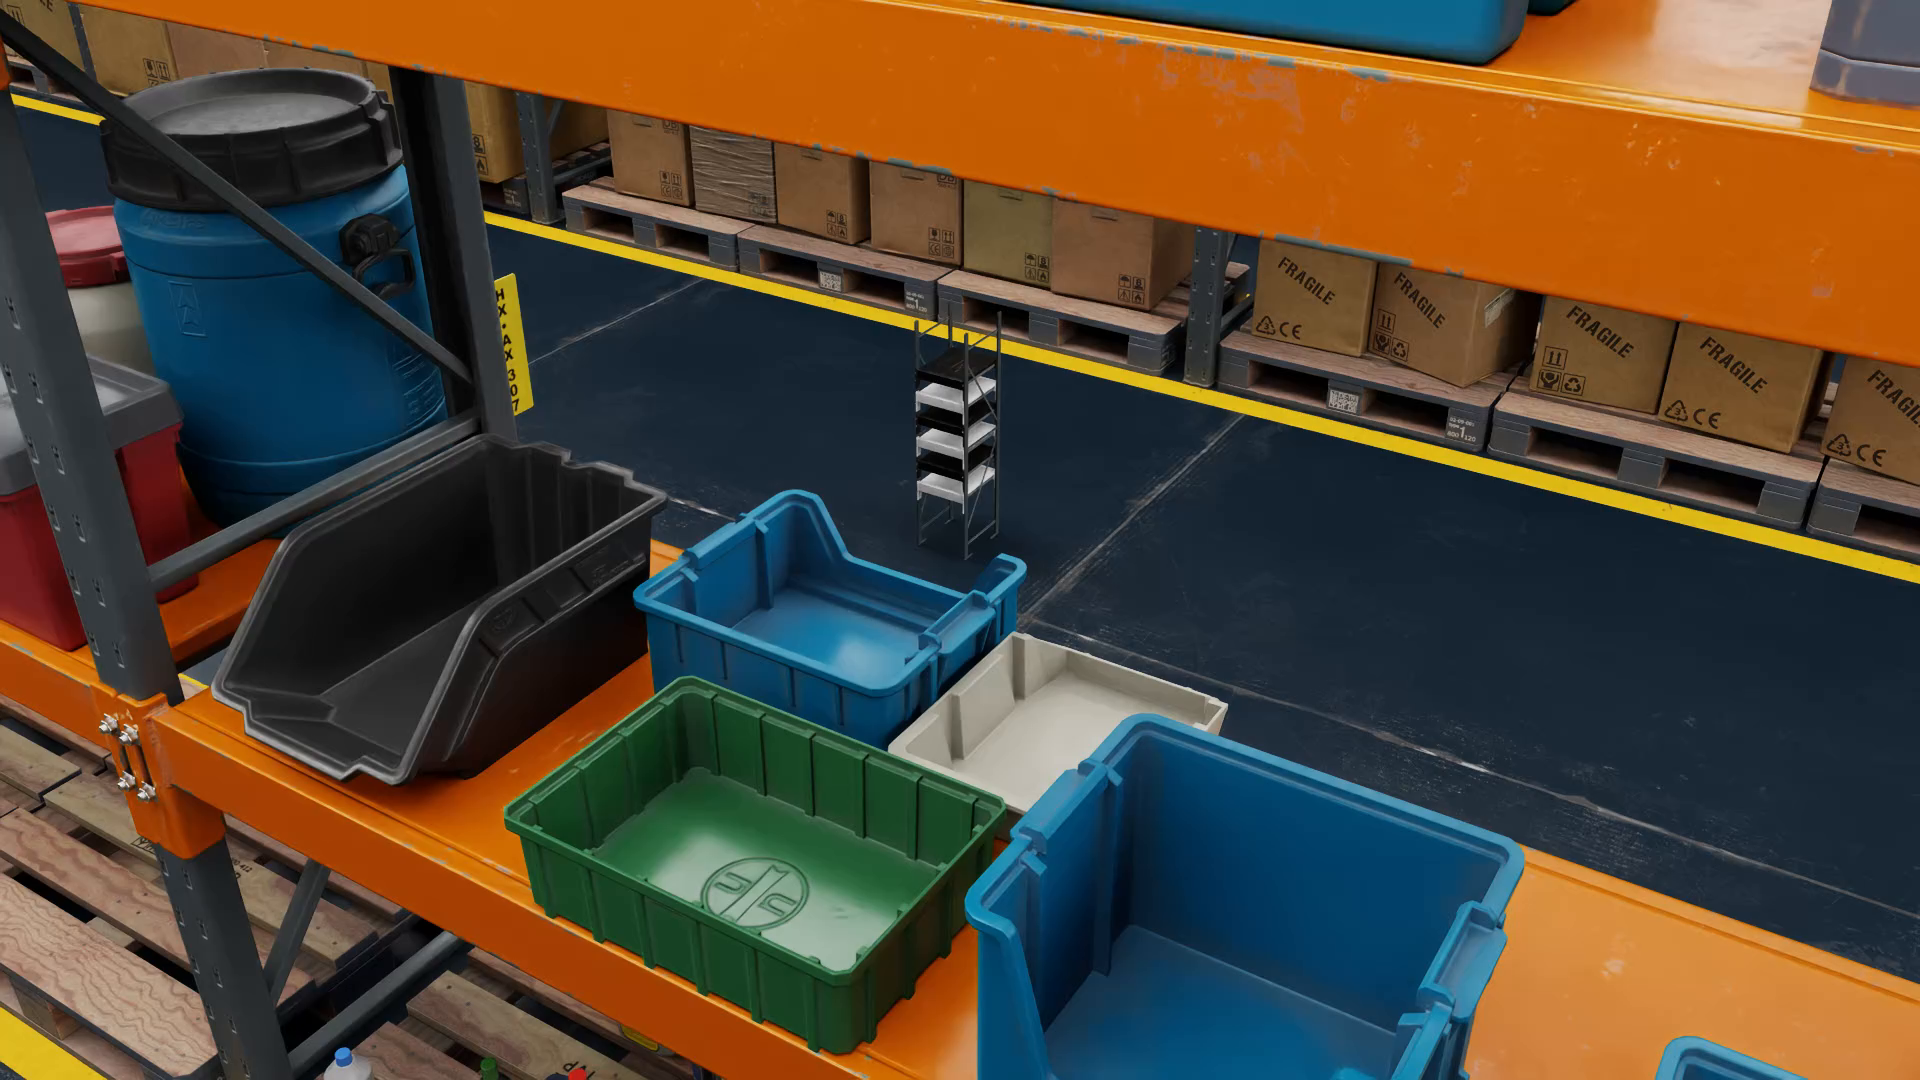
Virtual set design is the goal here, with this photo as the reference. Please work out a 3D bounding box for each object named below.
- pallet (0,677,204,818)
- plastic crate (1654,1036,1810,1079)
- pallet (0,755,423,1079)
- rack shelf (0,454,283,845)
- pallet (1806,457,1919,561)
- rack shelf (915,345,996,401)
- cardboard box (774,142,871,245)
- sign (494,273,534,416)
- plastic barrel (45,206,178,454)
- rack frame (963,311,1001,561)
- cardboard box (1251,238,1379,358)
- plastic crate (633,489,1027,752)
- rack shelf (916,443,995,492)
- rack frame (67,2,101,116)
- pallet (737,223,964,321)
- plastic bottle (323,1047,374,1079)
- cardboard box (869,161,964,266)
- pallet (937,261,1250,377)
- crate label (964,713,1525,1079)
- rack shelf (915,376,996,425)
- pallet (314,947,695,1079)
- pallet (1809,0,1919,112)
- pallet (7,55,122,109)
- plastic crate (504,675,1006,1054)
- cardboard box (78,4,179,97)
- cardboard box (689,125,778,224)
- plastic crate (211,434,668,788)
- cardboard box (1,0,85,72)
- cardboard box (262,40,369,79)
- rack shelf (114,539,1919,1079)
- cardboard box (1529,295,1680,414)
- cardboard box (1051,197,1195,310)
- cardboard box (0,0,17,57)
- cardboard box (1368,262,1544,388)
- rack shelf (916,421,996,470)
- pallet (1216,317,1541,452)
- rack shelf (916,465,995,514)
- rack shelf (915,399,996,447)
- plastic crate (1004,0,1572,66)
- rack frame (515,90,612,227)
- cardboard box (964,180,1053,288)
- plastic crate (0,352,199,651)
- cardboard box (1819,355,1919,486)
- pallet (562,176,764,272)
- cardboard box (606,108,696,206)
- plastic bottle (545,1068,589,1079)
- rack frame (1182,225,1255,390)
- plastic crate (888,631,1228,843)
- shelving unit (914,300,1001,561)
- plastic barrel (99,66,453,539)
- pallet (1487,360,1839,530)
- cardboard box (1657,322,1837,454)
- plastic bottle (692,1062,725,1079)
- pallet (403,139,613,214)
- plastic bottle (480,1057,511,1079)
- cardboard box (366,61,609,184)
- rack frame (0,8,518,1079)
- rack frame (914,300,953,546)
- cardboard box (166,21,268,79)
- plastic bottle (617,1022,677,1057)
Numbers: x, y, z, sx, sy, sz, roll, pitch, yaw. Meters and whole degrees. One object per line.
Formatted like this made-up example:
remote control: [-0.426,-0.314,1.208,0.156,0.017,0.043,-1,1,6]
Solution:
pallet: [-3.042,0.605,5.003,1.213,0.211,1.003,18,35,27]
plastic crate: [0.940,0.874,1.923,0.408,0.251,0.499,18,35,27]
pallet: [-2.004,0.931,4.444,1.213,0.211,1.003,18,35,27]
rack shelf: [-3.012,-0.304,4.509,4.000,0.370,1.077,18,35,27]
pallet: [3.969,-0.170,6.332,1.213,0.211,1.003,18,35,27]
rack shelf: [-0.007,-0.595,5.908,0.200,0.077,0.258,18,35,27]
cardboard box: [-0.534,-1.912,8.595,0.500,0.500,0.700,21,36,31]
sign: [-1.016,-0.431,3.737,0.005,0.325,0.100,18,35,27]
plastic barrel: [-2.012,-0.488,3.975,0.433,0.535,0.433,0,30,0]
rack frame: [0.079,-0.364,5.980,0.006,0.900,0.240,18,35,27]
cardboard box: [1.632,-1.171,7.344,0.500,0.500,0.500,16,34,26]
plastic crate: [-0.237,0.166,3.137,0.616,0.251,0.499,18,35,27]
rack shelf: [-0.007,-0.284,6.089,0.200,0.077,0.258,18,35,27]
rack frame: [-5.461,-4.336,10.706,0.127,3.000,1.000,18,35,27]
pallet: [-0.383,-1.523,8.651,1.213,0.211,1.003,18,35,27]
plastic bottle: [-1.281,1.182,3.519,0.097,0.271,0.097,0,30,0]
cardboard box: [-0.062,-1.763,8.339,0.500,0.500,0.700,14,33,23]
pallet: [0.655,-1.197,8.092,1.213,0.211,1.003,18,35,27]
crate label: [0.367,0.599,2.211,0.616,0.435,0.502,18,35,27]
rack shelf: [-0.007,-0.518,5.953,0.200,0.077,0.258,18,35,27]
pallet: [-0.772,1.323,3.773,1.213,0.211,1.003,18,35,27]
pallet: [1.421,-0.485,1.315,1.213,0.211,1.003,18,35,27]
pallet: [-6.063,-3.369,11.815,1.213,0.211,1.003,18,35,27]
plastic crate: [-0.319,0.496,2.633,0.662,0.188,0.450,18,35,27]
cardboard box: [-4.908,-3.437,10.856,0.875,0.875,1.225,18,35,27]
cardboard box: [-1.018,-2.061,8.850,0.500,0.500,0.700,15,33,23]
plastic crate: [-0.942,0.142,3.091,0.504,0.338,0.767,18,35,27]
cardboard box: [-5.977,-3.811,11.497,0.875,0.875,0.875,18,35,27]
cardboard box: [-3.397,-2.964,10.046,0.875,0.875,1.225,18,35,27]
rack shelf: [0.376,0.767,2.672,4.000,0.370,1.077,18,35,27]
cardboard box: [2.689,-0.888,6.859,0.500,0.500,0.500,14,33,23]
cardboard box: [0.806,-1.477,7.849,0.500,0.500,0.700,15,33,24]
cardboard box: [-6.740,-4.052,11.911,0.875,0.875,0.875,18,35,27]
cardboard box: [2.122,-1.020,7.086,0.500,0.500,0.500,-23,37,-33]
rack shelf: [-0.007,-0.362,6.044,0.200,0.077,0.258,18,35,27]
pallet: [1.902,-0.824,7.453,1.213,0.211,1.003,18,35,27]
rack shelf: [-0.007,-0.207,6.134,0.200,0.077,0.258,18,35,27]
rack shelf: [-0.007,-0.440,5.998,0.200,0.077,0.258,18,35,27]
plastic crate: [0.294,-0.679,1.476,0.575,0.384,0.392,18,35,27]
rack frame: [-2.073,-3.265,8.869,0.127,3.000,1.000,18,35,27]
cardboard box: [0.412,-1.613,8.082,0.500,0.500,0.700,17,34,27]
plastic crate: [-1.891,-0.106,3.391,0.583,0.464,0.402,18,35,27]
cardboard box: [3.658,-0.543,6.268,0.500,0.500,0.500,-25,38,-36]
pallet: [-1.412,-1.850,9.212,1.213,0.211,1.003,18,35,27]
cardboard box: [-1.495,-2.204,9.095,0.500,0.500,0.700,16,34,25]
plastic bottle: [-0.779,1.207,3.397,0.185,0.351,0.144,18,35,27]
rack frame: [1.315,-2.193,7.032,0.127,3.000,1.000,18,35,27]
plastic crate: [0.192,0.362,2.915,0.437,0.136,0.530,18,35,27]
shelving unit: [-0.007,-0.391,6.027,0.210,0.900,0.258,18,35,27]
plastic barrel: [-1.484,-0.528,3.682,0.708,0.901,0.600,18,35,27]
pallet: [2.940,-0.497,6.893,1.213,0.211,1.003,18,35,27]
cardboard box: [3.138,-0.719,6.570,0.500,0.500,0.500,21,36,32]
plastic bottle: [-0.515,1.078,3.692,0.135,0.276,0.152,18,35,27]
pallet: [-2.701,-2.304,9.989,1.213,0.211,1.003,18,35,27]
plastic bottle: [-0.937,1.206,3.465,0.133,0.283,0.061,18,35,27]
cardboard box: [-2.646,-2.722,9.631,0.875,0.875,1.225,16,34,25]
rack frame: [-1.318,-0.079,3.409,0.127,3.000,1.000,18,35,27]
rack frame: [-0.093,-0.418,6.074,0.006,0.900,0.240,18,35,27]
cardboard box: [-4.151,-3.198,10.447,0.875,0.875,1.225,16,34,26]
plastic bottle: [-0.696,0.986,3.775,0.185,0.351,0.144,18,35,27]
